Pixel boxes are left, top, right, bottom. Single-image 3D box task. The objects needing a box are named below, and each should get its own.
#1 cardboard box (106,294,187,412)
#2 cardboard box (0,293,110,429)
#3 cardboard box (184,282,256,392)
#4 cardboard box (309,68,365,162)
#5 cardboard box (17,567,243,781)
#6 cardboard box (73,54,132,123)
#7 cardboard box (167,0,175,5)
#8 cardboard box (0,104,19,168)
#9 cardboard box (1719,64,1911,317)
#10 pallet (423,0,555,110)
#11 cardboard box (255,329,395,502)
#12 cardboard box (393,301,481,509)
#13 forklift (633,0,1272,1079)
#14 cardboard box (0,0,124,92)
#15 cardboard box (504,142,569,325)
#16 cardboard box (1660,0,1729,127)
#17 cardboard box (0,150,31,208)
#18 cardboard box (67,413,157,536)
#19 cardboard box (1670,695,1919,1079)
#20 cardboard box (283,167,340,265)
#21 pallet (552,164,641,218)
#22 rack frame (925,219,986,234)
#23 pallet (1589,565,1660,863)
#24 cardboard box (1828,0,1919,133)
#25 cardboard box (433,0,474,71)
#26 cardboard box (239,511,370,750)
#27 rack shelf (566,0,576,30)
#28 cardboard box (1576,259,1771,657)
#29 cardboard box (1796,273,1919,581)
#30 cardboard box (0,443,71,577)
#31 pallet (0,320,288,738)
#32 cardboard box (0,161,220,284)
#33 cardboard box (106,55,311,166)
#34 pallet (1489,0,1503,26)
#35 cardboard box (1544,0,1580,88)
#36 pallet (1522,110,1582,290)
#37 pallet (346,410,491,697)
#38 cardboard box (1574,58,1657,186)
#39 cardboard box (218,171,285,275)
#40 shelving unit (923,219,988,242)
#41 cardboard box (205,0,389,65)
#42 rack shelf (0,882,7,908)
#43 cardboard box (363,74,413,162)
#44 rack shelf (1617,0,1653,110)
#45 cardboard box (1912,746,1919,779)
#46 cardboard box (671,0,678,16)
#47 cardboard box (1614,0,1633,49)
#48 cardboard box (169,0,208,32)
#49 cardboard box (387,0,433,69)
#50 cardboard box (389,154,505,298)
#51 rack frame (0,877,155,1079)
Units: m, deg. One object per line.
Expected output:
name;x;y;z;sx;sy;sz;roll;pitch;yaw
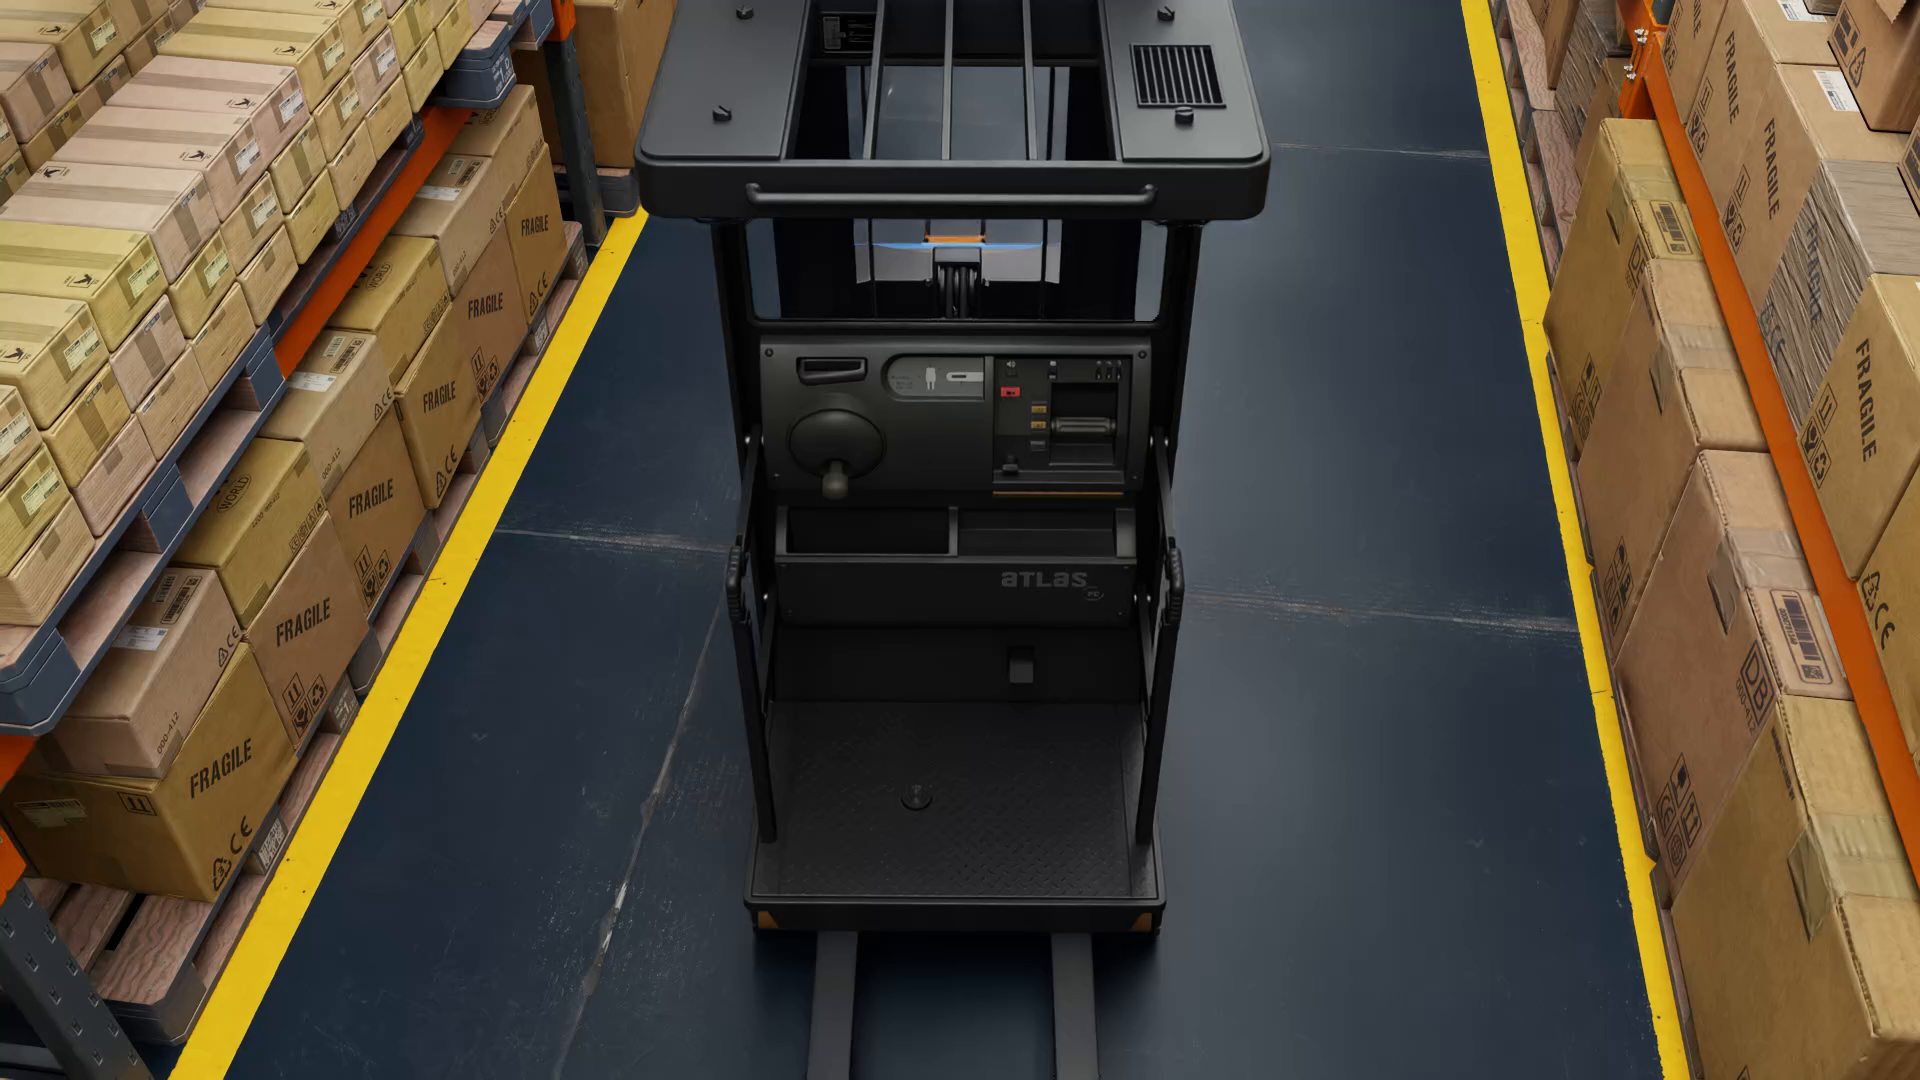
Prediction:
cardboard box;-1.970;-0.432;3.686;0.380;0.149;0.250;6;44;7
cardboard box;-2.005;-0.378;3.412;0.380;0.149;0.250;6;44;7
cardboard box;-1.934;-0.502;3.976;0.380;0.149;0.250;6;44;6
cardboard box;-1.831;-1.146;4.439;0.380;0.149;0.250;4;44;5
cardboard box;-2.185;0.320;4.198;0.500;0.250;0.500;3;44;4
cardboard box;-2.479;-1.206;4.503;0.380;0.149;0.250;7;44;7
cardboard box;-2.408;-1.674;4.781;0.380;0.149;0.250;7;44;7
cardboard box;-2.543;-0.957;4.024;0.380;0.149;0.250;4;44;4
cardboard box;2.424;-0.919;4.466;0.500;0.500;0.500;5;44;5
pallet;-2.004;-1.845;5.656;1.213;0.211;1.003;5;44;6
cardboard box;-2.045;-0.391;4.948;0.500;0.250;0.500;7;44;7
cardboard box;-1.969;-0.467;5.574;0.500;0.500;0.500;3;44;4
forklift;-0.010;-0.202;3.832;1.130;2.935;3.031;0;43;0
cardboard box;-2.477;-1.324;4.411;0.380;0.149;0.250;5;44;5
cardboard box;-1.843;-1.182;6.329;0.500;0.500;0.500;5;44;5
cardboard box;2.554;-1.620;5.206;0.500;0.500;0.500;6;44;7
cardboard box;-2.550;-0.854;4.132;0.380;0.149;0.250;3;44;3
cardboard box;-2.005;-0.161;3.616;0.380;0.149;0.250;6;44;6
cardboard box;2.424;1.017;3.734;1.225;0.875;0.875;5;44;6
cardboard box;-1.869;-0.862;4.356;0.380;0.149;0.250;5;44;5
pallet;-1.836;-1.928;7.632;1.003;0.211;1.213;5;44;6
rack frame;-0.014;-0.736;5.764;0.200;1.050;0.008;0;43;0
pallet;2.545;0.482;5.087;1.003;0.211;1.213;5;44;6
cardboard box;2.686;-1.350;4.192;0.797;0.503;0.637;6;44;6
cardboard box;-1.730;-1.579;5.113;0.380;0.149;0.250;5;44;5
cardboard box;-2.115;0.231;4.837;0.500;0.500;0.500;7;44;7
rack shelf;-1.751;-3.511;7.800;1.077;0.370;4.000;5;44;6
cardboard box;2.650;-0.196;5.015;1.225;0.875;0.875;5;44;6
cardboard box;2.284;-0.237;3.746;0.500;0.500;0.500;5;44;5
cardboard box;-2.036;-0.080;3.313;0.380;0.149;0.250;6;44;6
pallet;-2.299;-0.122;3.836;1.003;0.211;1.213;5;44;6
cardboard box;-1.933;-0.722;3.776;0.380;0.149;0.250;5;44;5
cardboard box;-1.866;-1.069;4.142;0.380;0.149;0.250;7;44;7
pallet;3.315;-3.073;8.842;1.003;0.211;1.213;5;44;6
cardboard box;3.085;-2.367;7.566;0.700;0.500;0.500;9;44;9
pallet;2.992;-1.410;7.085;1.003;0.211;1.213;5;44;6
pallet;-2.284;-0.036;5.634;1.003;0.211;1.213;5;44;6
cardboard box;2.956;-1.600;6.757;0.700;0.500;0.500;3;44;3
cardboard box;-1.903;-0.794;4.067;0.380;0.149;0.250;7;44;7
shelving unit;-0.015;-0.652;5.675;0.215;1.050;0.252;0;43;0
cardboard box;-1.799;-1.430;4.523;0.380;0.149;0.250;7;44;8
rack shelf;-2.809;1.941;2.042;1.077;0.370;4.000;5;44;6
cardboard box;-1.800;-1.219;4.733;0.380;0.149;0.250;6;44;7
rack shelf;3.152;-2.992;7.251;1.077;0.370;4.000;5;44;6
cardboard box;2.150;0.456;3.014;0.500;0.500;0.500;5;44;6
cardboard box;-1.733;-2.748;7.802;1.050;0.750;0.750;6;44;6
cardboard box;3.007;-2.236;6.883;0.500;0.250;0.500;10;44;10
cardboard box;-2.411;-1.559;4.876;0.380;0.149;0.250;5;44;6
cardboard box;-1.764;-1.499;4.813;0.380;0.149;0.250;5;44;5
cardboard box;-1.902;-1.092;5.688;0.500;0.250;0.500;6;44;6
rack frame;-2.541;0.317;3.234;0.949;2.616;0.053;5;44;6
